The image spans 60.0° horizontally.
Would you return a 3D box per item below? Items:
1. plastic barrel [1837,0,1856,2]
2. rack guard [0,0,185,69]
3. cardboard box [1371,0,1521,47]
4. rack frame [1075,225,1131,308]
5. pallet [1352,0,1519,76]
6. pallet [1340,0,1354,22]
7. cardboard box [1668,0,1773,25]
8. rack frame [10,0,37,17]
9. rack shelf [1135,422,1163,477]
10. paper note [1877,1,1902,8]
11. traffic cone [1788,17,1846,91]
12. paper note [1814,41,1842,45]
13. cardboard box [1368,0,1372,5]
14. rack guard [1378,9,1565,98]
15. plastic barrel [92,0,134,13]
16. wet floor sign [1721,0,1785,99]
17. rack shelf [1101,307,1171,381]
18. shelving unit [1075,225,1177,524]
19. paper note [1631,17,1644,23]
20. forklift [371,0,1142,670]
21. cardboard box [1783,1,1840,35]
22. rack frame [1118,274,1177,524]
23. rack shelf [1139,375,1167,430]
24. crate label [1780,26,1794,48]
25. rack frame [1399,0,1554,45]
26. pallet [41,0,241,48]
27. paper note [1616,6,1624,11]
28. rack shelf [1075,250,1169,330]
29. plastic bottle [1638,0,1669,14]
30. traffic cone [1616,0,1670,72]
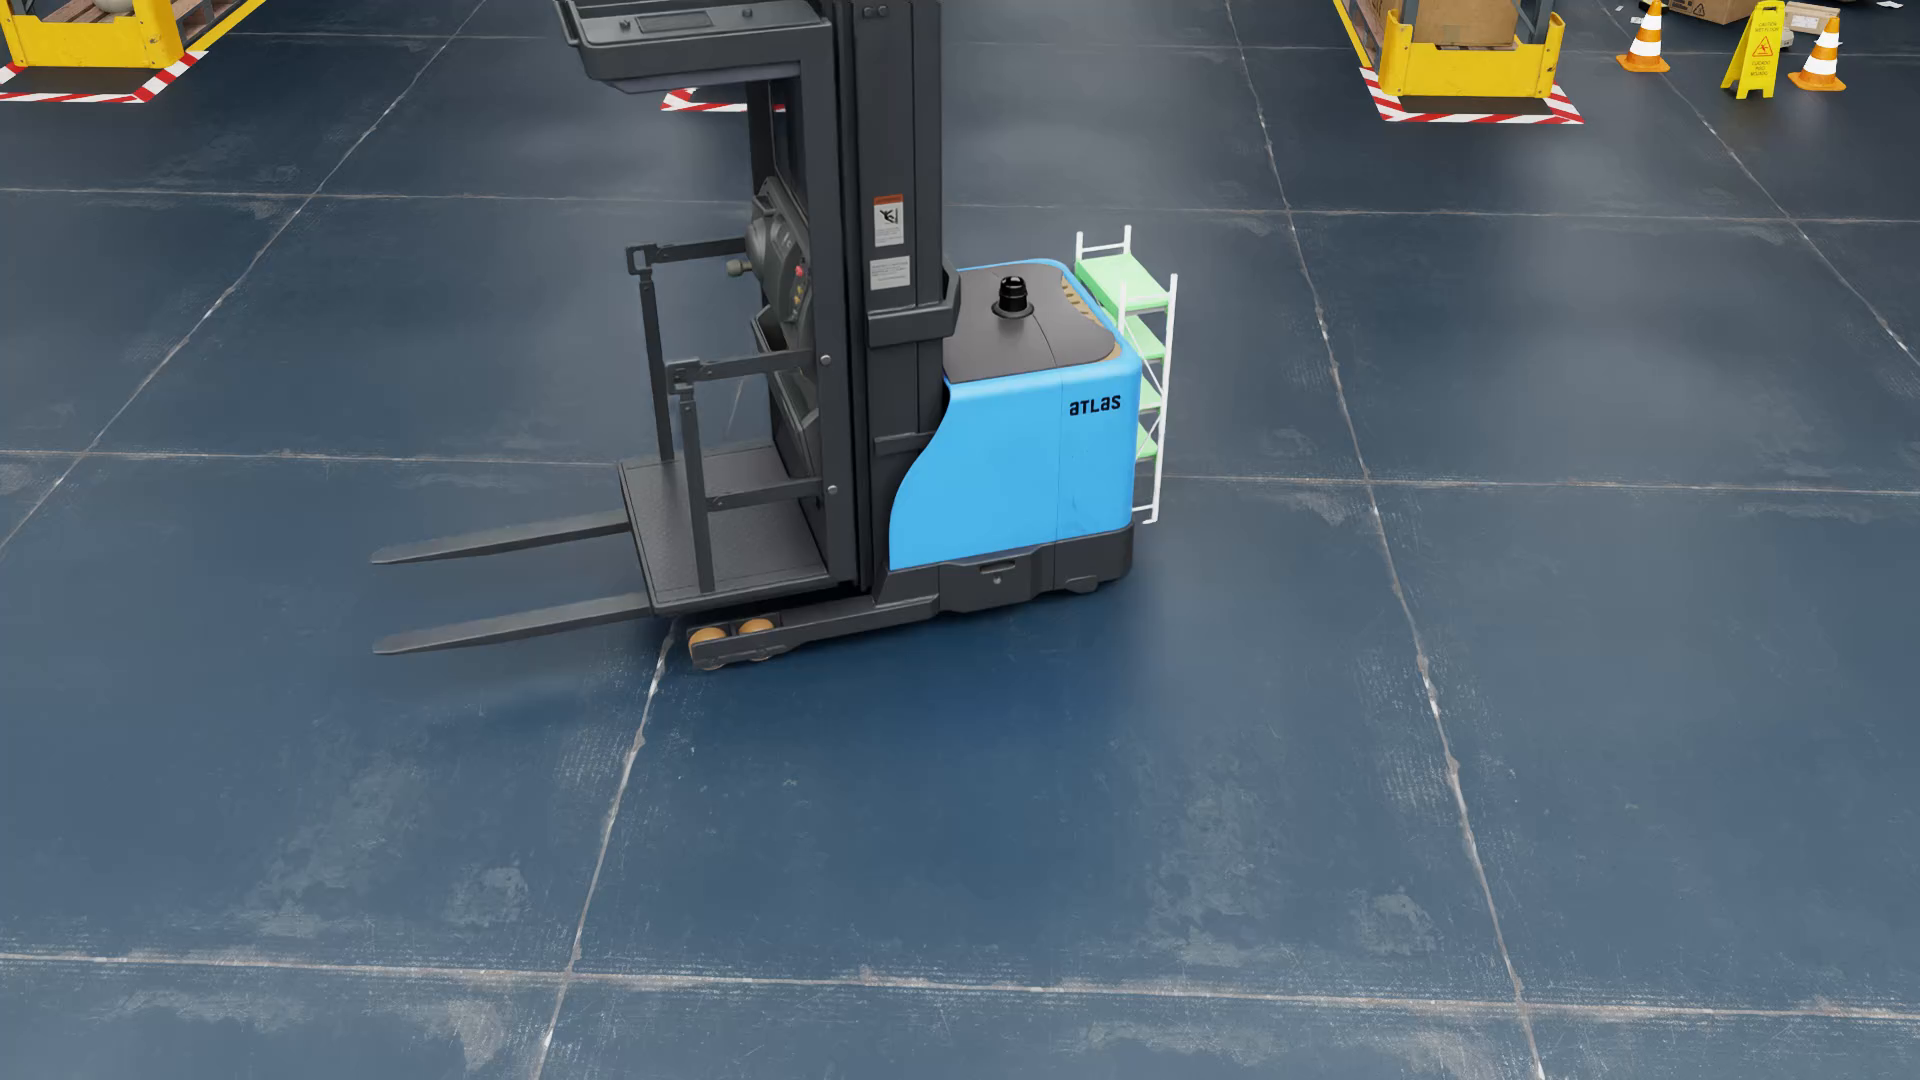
[{"bbox_3d":[7.098,-4.564,13.376,0.512,0.421,0.421,28,44,33],"label":"plastic barrel"},{"bbox_3d":[-6.367,-3.762,12.168,1.175,0.500,0.348,1,35,2],"label":"rack guard"},{"bbox_3d":[3.539,-4.147,12.024,0.875,0.875,0.875,2,35,2],"label":"cardboard box"},{"bbox_3d":[0.609,-0.823,7.378,0.240,1.200,0.015,-10,36,-14],"label":"rack frame"},{"bbox_3d":[3.532,-3.773,12.436,1.003,0.211,1.213,1,35,2],"label":"pallet"},{"bbox_3d":[3.584,-4.472,13.430,1.003,0.211,1.213,1,35,2],"label":"pallet"},{"bbox_3d":[6.069,-4.443,13.134,0.797,0.503,0.637,-24,42,-30],"label":"cardboard box"},{"bbox_3d":[-6.323,-4.740,11.386,1.000,3.000,0.127,1,35,2],"label":"rack frame"},{"bbox_3d":[0.682,-0.441,7.362,0.258,0.148,0.480,-10,36,-14],"label":"rack shelf"},{"bbox_3d":[7.471,-4.306,13.350,0.142,0.019,0.148,-10,36,-14],"label":"paper note"},{"bbox_3d":[6.134,-3.466,11.779,0.336,0.463,0.334,1,35,2],"label":"traffic cone"},{"bbox_3d":[6.577,-3.771,12.589,0.148,0.019,0.142,-10,36,-14],"label":"paper note"},{"bbox_3d":[3.573,-4.652,12.744,0.875,0.875,0.875,1,35,1],"label":"cardboard box"},{"bbox_3d":[3.577,-3.417,11.677,1.175,0.500,0.348,1,35,2],"label":"rack guard"},{"bbox_3d":[-6.373,-4.274,12.521,0.421,0.512,0.421,0,35,0],"label":"plastic barrel"},{"bbox_3d":[5.555,-3.427,11.566,0.267,0.644,0.232,-4,35,-6],"label":"wet floor sign"},{"bbox_3d":[0.682,-0.833,7.086,0.258,0.148,0.480,-10,36,-14],"label":"rack shelf"},{"bbox_3d":[0.682,-0.689,7.187,0.258,1.200,0.503,-10,36,-14],"label":"shelving unit"},{"bbox_3d":[5.336,-4.075,13.024,0.144,0.017,0.142,13,37,18],"label":"paper note"},{"bbox_3d":[-0.856,-1.029,6.166,3.031,2.935,1.130,-10,36,-14],"label":"forklift"},{"bbox_3d":[6.562,-4.030,12.854,0.380,0.149,0.250,20,40,26],"label":"cardboard box"},{"bbox_3d":[0.756,-0.556,6.997,0.240,1.200,0.015,-10,36,-14],"label":"rack frame"},{"bbox_3d":[0.682,-0.637,7.224,0.258,0.148,0.480,-10,36,-14],"label":"rack shelf"},{"bbox_3d":[6.103,-3.786,12.518,0.250,0.136,0.298,-17,38,-22],"label":"crate label"},{"bbox_3d":[3.578,-4.453,10.977,1.000,3.000,0.127,1,35,2],"label":"rack frame"},{"bbox_3d":[-6.329,-4.111,12.915,1.003,0.211,1.213,1,35,2],"label":"pallet"},{"bbox_3d":[5.271,-4.250,13.289,0.032,0.001,0.123,20,40,26],"label":"paper note"},{"bbox_3d":[0.682,-1.030,6.948,0.258,0.148,0.480,-10,36,-14],"label":"rack shelf"},{"bbox_3d":[5.512,-4.262,13.261,0.133,0.061,0.283,-10,36,-14],"label":"plastic bottle"},{"bbox_3d":[5.018,-3.687,12.094,0.336,0.463,0.334,1,35,2],"label":"traffic cone"}]
